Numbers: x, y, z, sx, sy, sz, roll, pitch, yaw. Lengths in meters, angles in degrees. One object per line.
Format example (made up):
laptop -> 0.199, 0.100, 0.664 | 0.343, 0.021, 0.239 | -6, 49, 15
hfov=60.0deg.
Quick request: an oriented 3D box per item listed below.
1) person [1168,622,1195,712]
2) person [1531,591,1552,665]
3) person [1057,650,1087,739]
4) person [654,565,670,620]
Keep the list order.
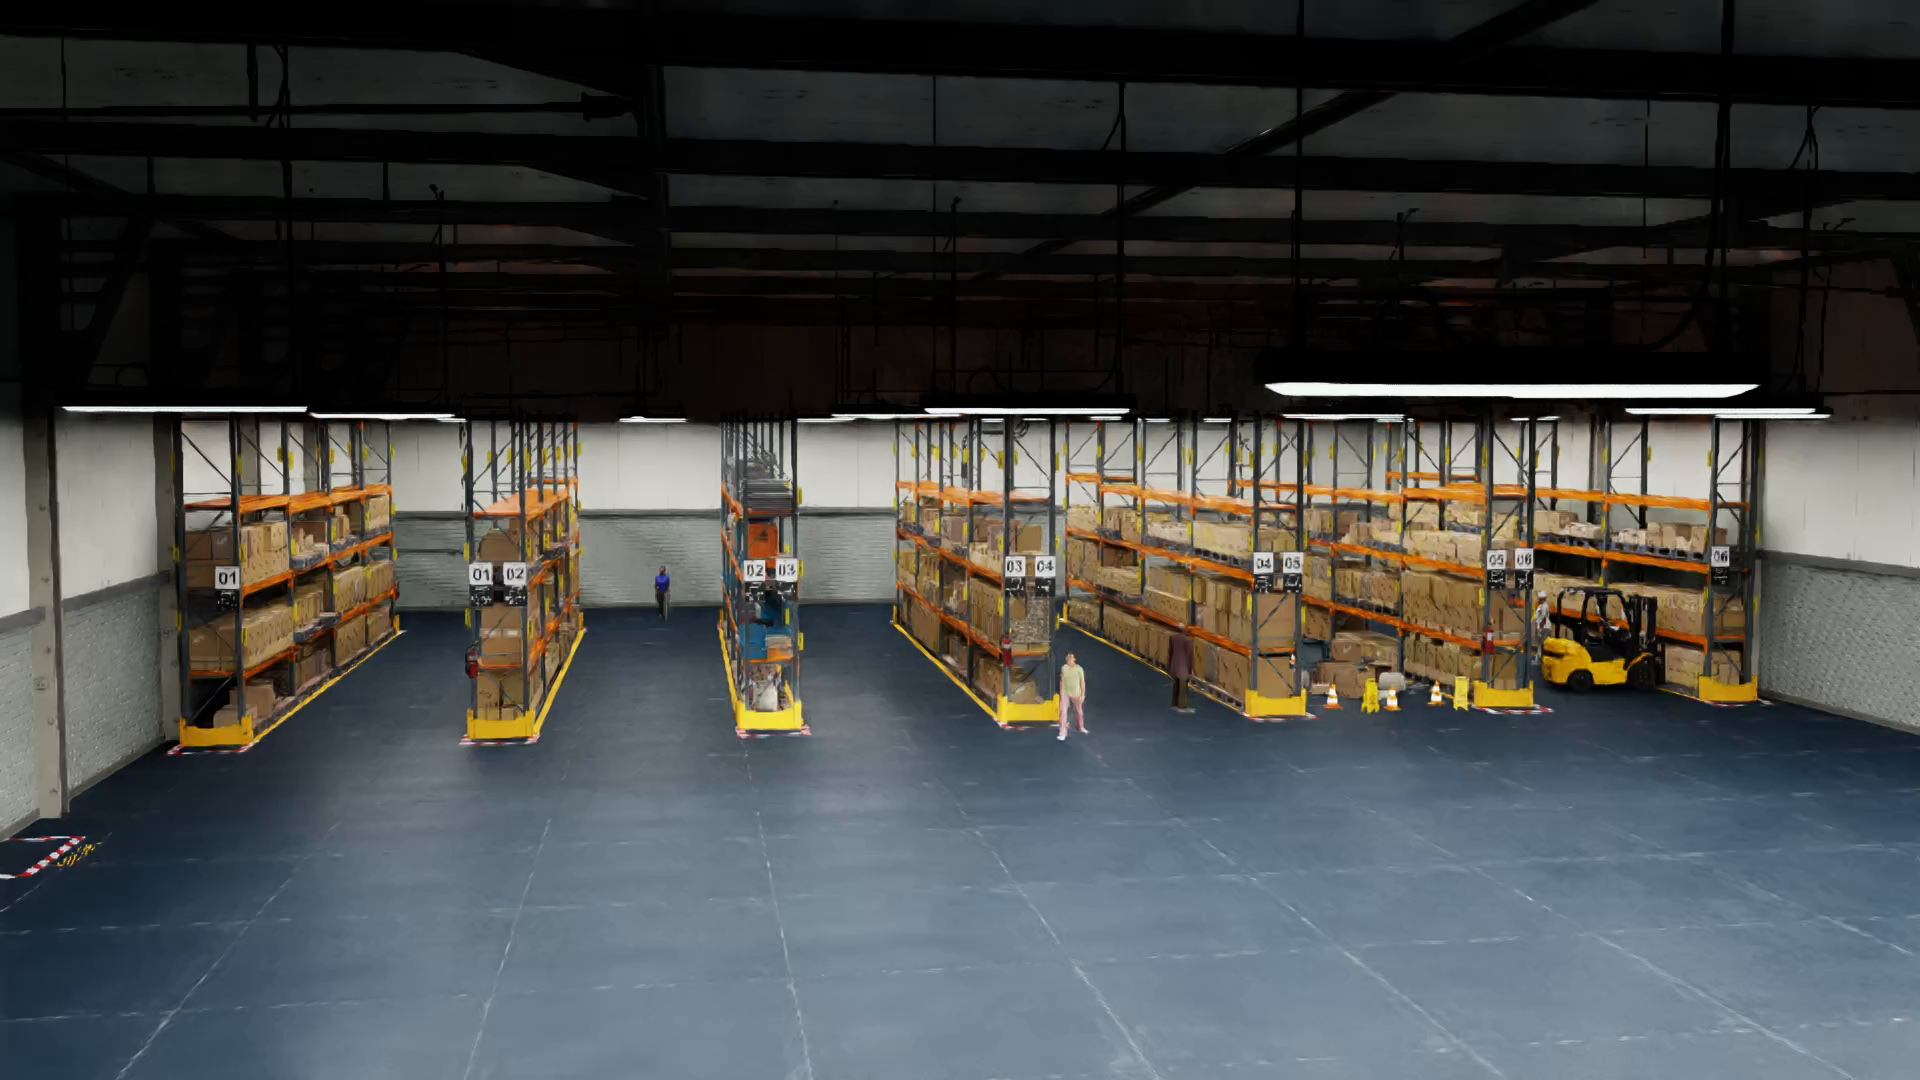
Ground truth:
person -> 4.431, 2.511, 33.081 | 0.504, 1.784, 0.640 | -3, 5, -41
person -> 13.692, 2.084, 39.197 | 0.577, 1.783, 0.661 | 1, 4, 15
person -> 2.046, 2.802, 30.324 | 0.487, 1.611, 0.958 | 1, 4, 12
person -> -8.717, 1.518, 48.679 | 0.447, 1.559, 1.088 | 0, 4, -7
